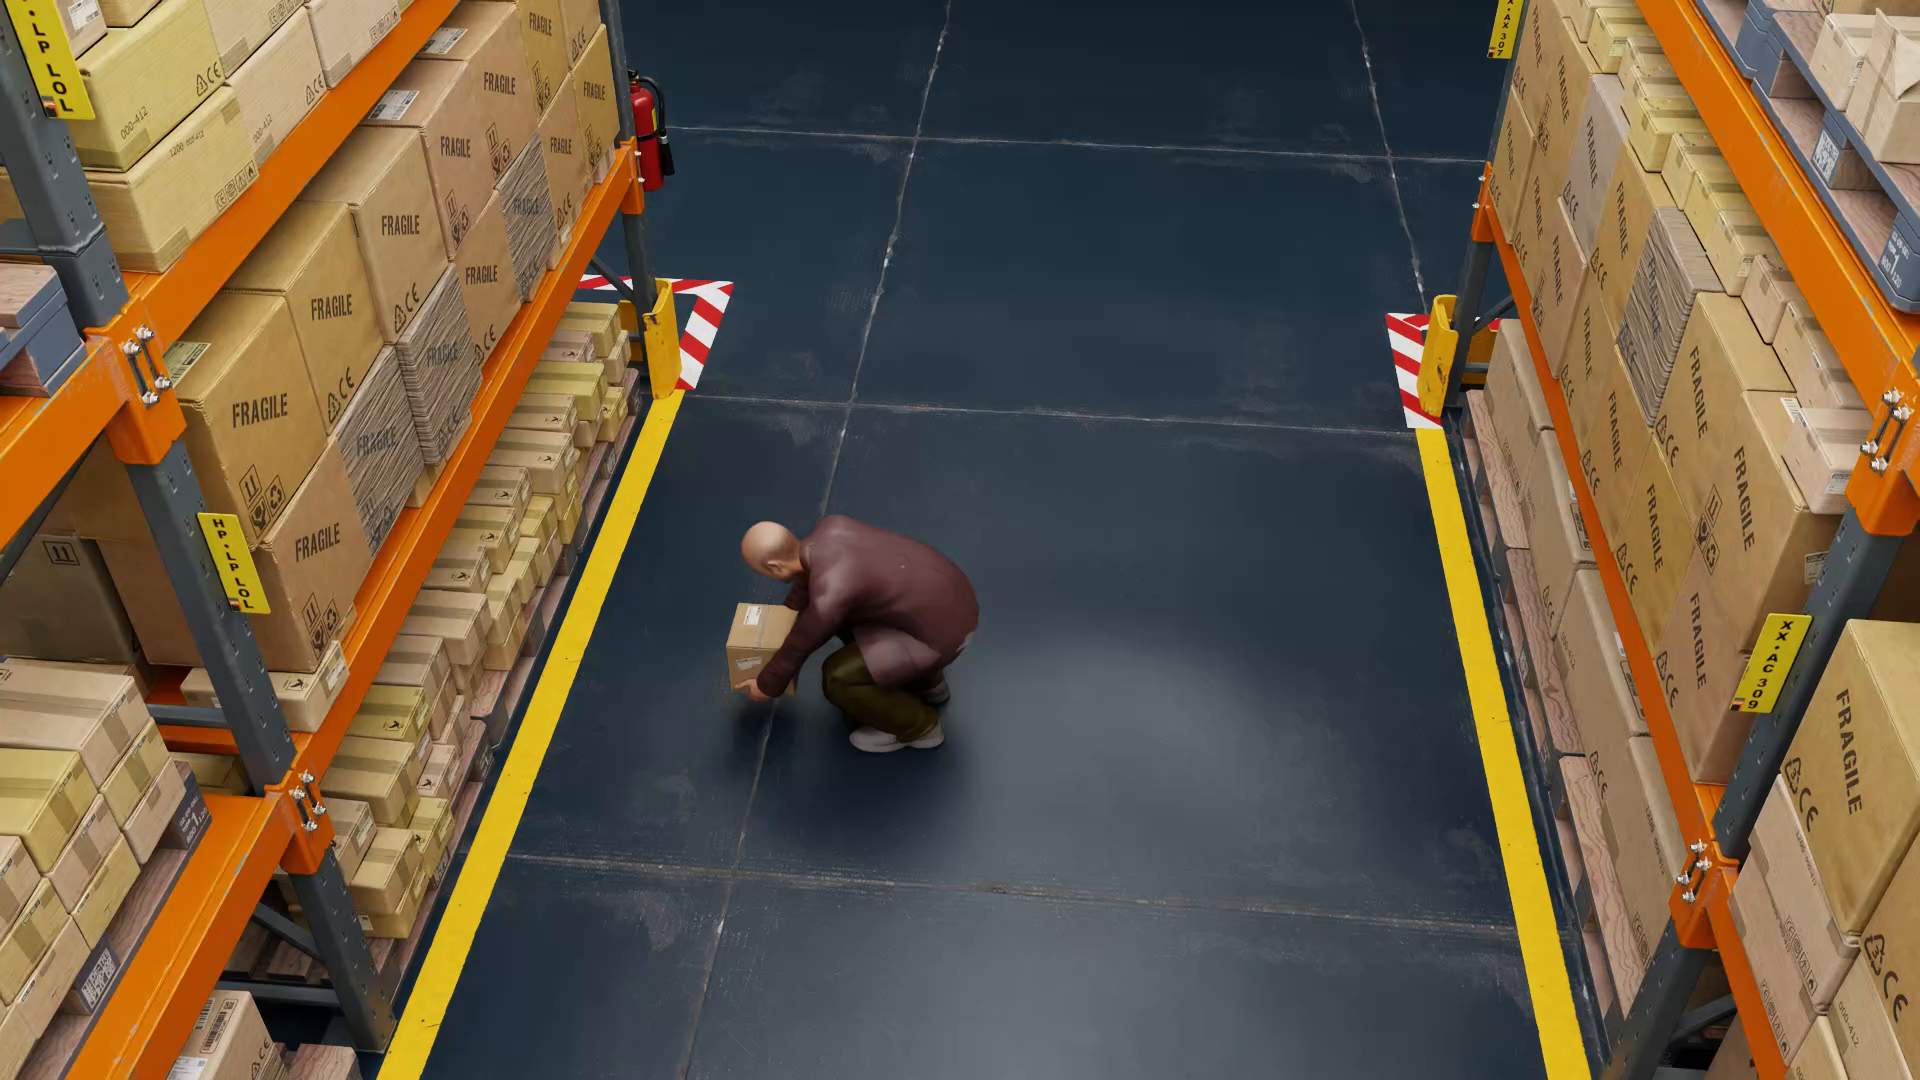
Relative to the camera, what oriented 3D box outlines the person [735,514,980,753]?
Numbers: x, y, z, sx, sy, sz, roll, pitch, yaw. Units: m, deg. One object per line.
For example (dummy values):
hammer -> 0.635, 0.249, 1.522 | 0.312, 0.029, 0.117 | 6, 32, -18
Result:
person -> -0.399, 0.330, 6.401 | 0.948, 0.975, 0.581 | 2, 40, 3
